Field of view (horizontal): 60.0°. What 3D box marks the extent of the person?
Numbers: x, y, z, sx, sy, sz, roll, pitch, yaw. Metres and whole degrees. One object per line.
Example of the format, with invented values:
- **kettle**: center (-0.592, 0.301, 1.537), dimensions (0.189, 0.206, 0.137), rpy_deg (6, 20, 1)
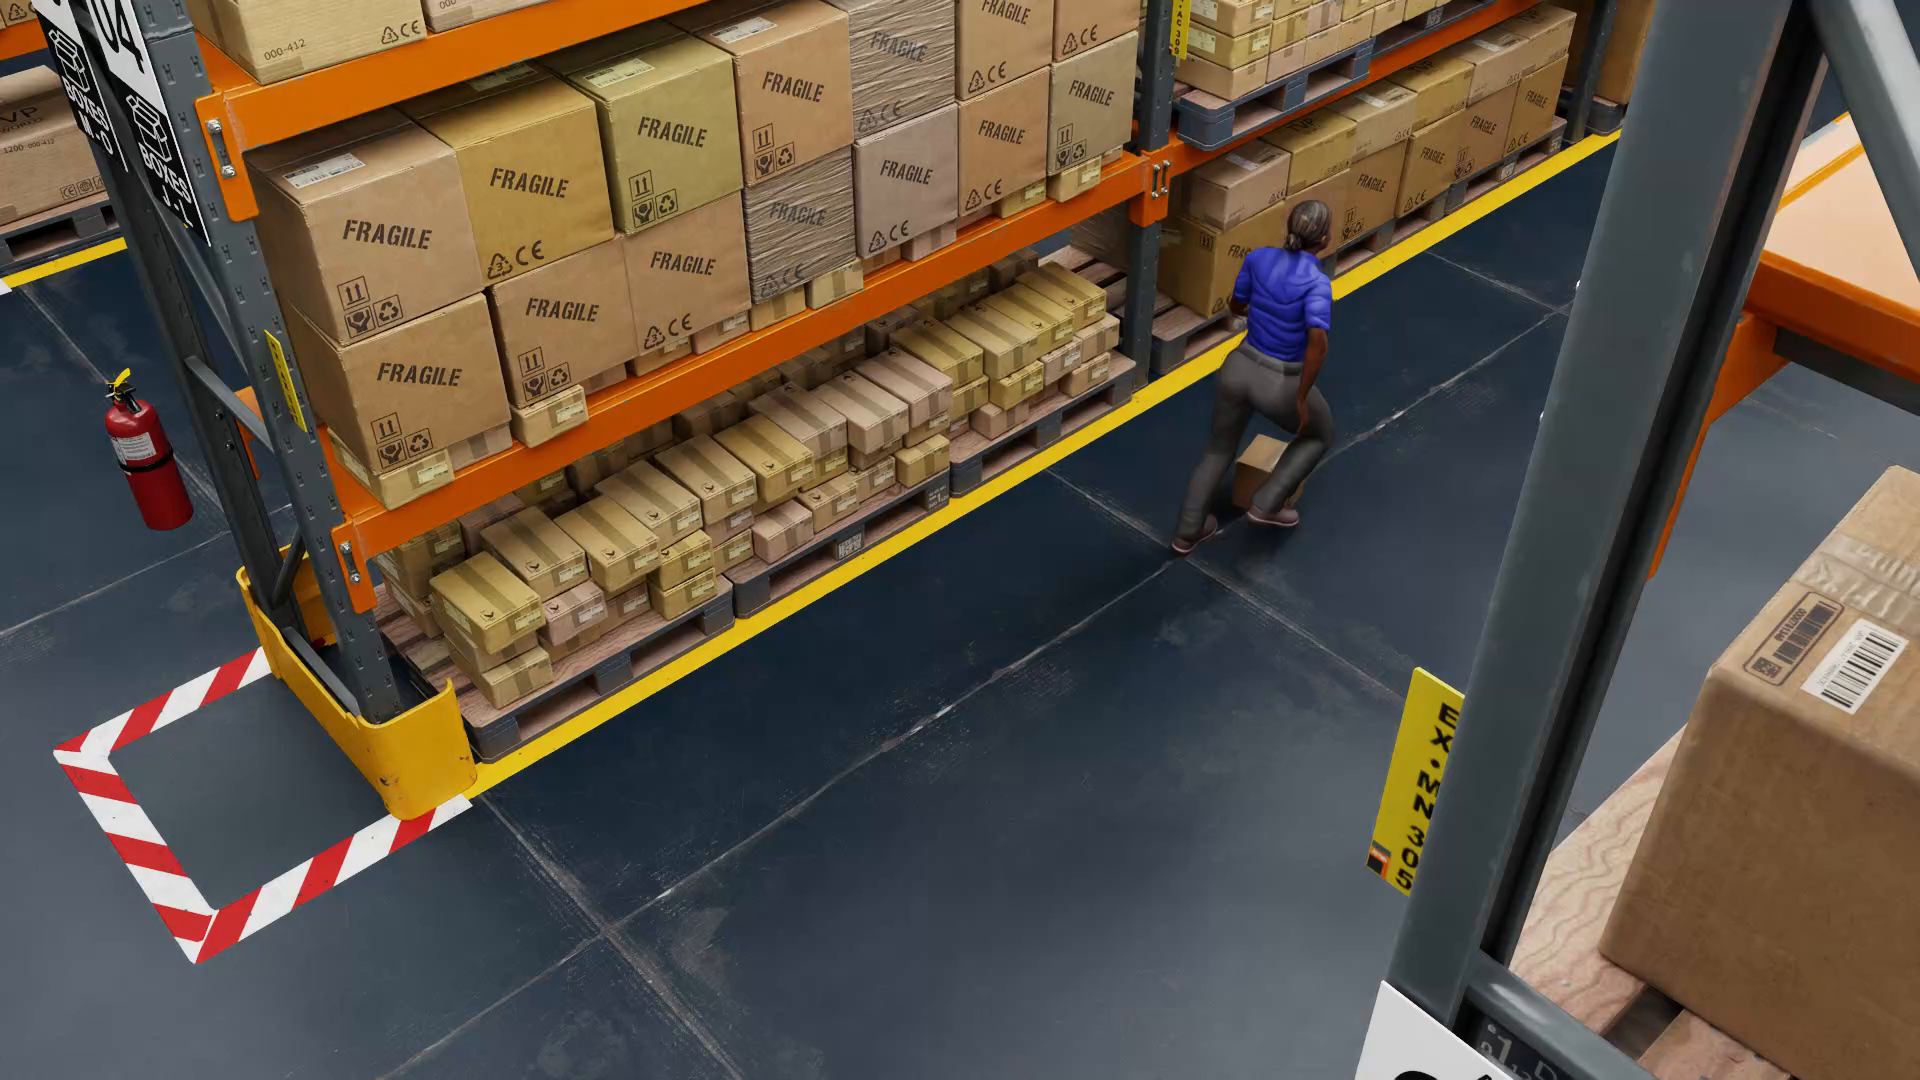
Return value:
- **person**: center (1.321, -0.668, 7.012), dimensions (0.591, 1.572, 0.802), rpy_deg (31, 49, 31)
